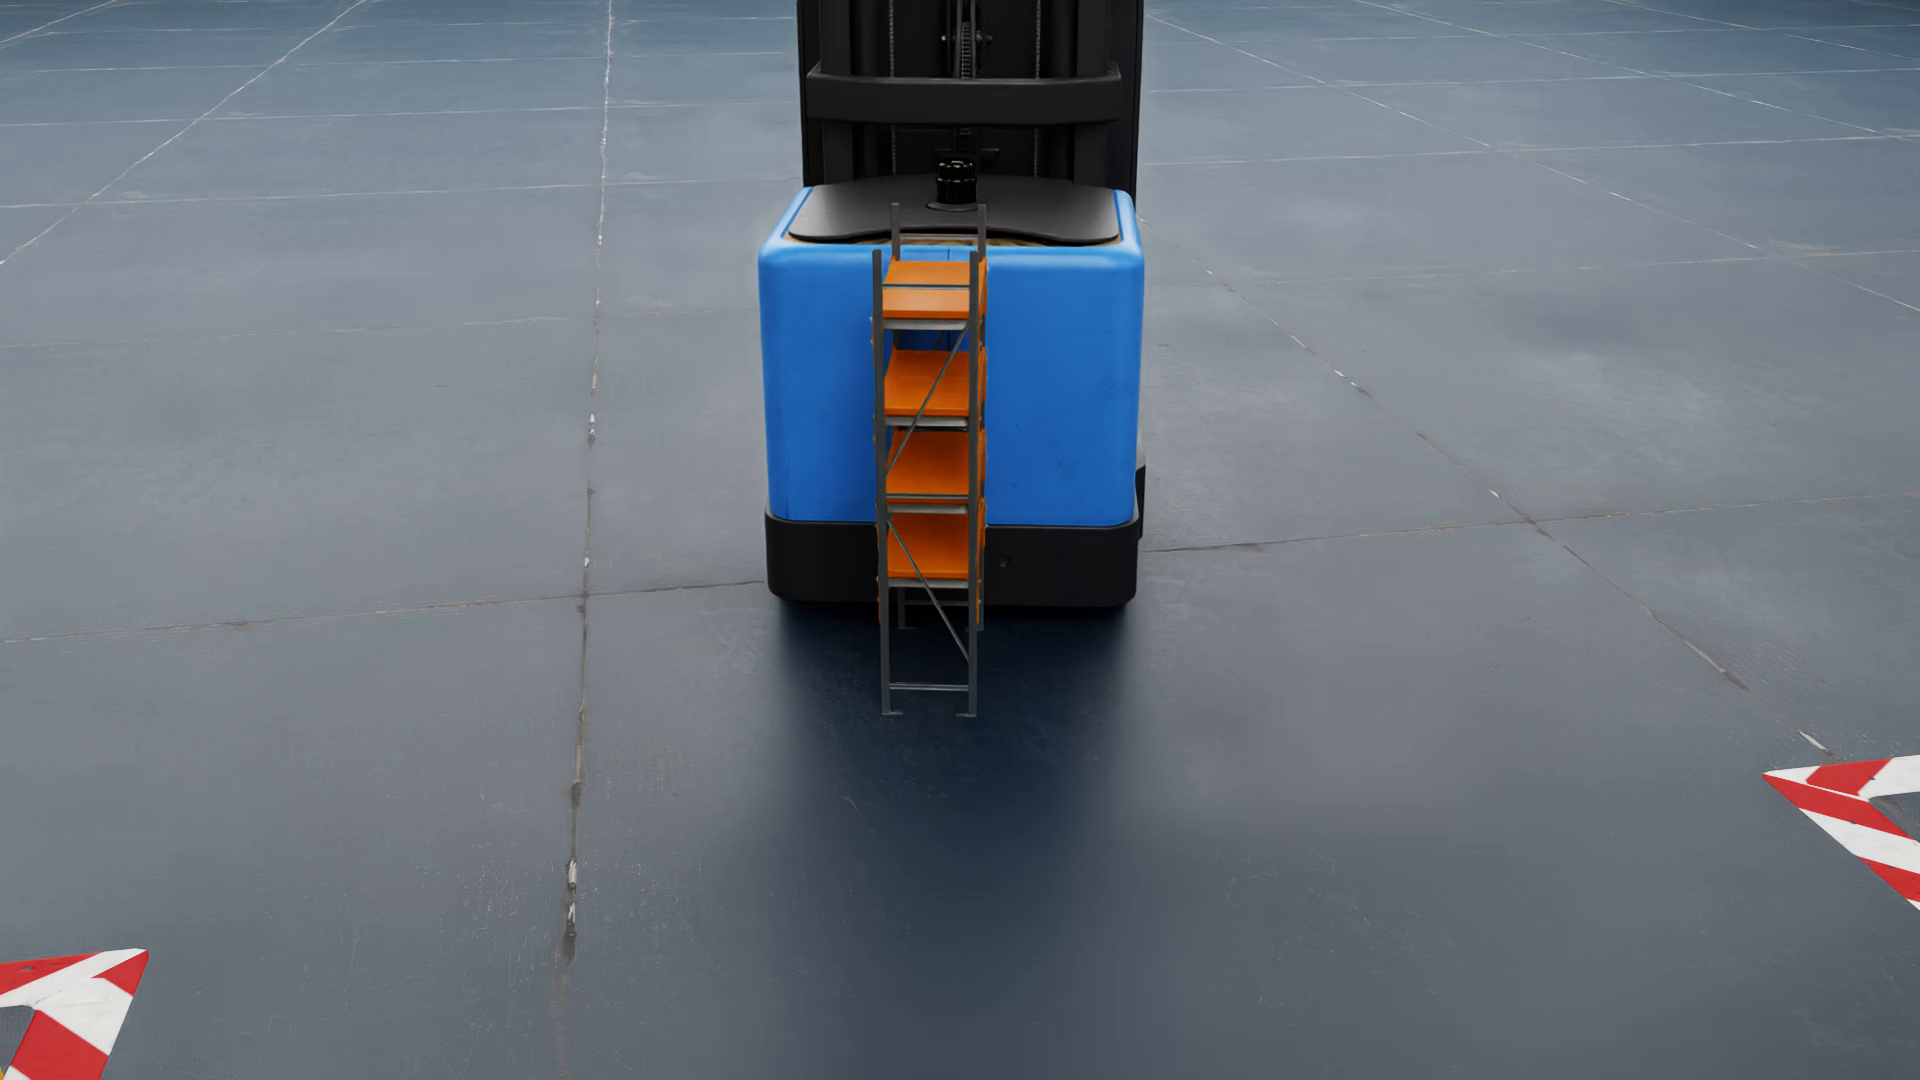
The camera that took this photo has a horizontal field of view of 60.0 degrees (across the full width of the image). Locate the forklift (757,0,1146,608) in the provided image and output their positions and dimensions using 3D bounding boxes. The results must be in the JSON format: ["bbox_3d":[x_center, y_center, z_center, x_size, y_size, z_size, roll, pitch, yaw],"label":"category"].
[{"bbox_3d":[0.044,-1.702,5.485,1.130,2.935,3.031,1,24,3],"label":"forklift"}]

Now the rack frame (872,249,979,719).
[{"bbox_3d":[-0.078,-0.102,3.985,0.240,1.200,0.015,1,24,3],"label":"rack frame"}]

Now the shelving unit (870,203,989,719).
[{"bbox_3d":[-0.066,-0.200,4.208,0.258,1.200,0.503,1,24,3],"label":"shelving unit"}]

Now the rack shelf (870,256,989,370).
[{"bbox_3d":[-0.066,-0.560,4.051,0.258,0.148,0.480,1,24,3],"label":"rack shelf"}]

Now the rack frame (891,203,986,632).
[{"bbox_3d":[-0.054,-0.297,4.432,0.240,1.200,0.015,1,24,3],"label":"rack frame"}]

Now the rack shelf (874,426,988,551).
[{"bbox_3d":[-0.066,-0.138,4.235,0.258,0.148,0.480,1,24,3],"label":"rack shelf"}]

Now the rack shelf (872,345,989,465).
[{"bbox_3d":[-0.066,-0.343,4.146,0.258,0.148,0.480,1,24,3],"label":"rack shelf"}]

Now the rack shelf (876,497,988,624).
[{"bbox_3d":[-0.066,0.044,4.315,0.258,0.148,0.480,1,24,3],"label":"rack shelf"}]
